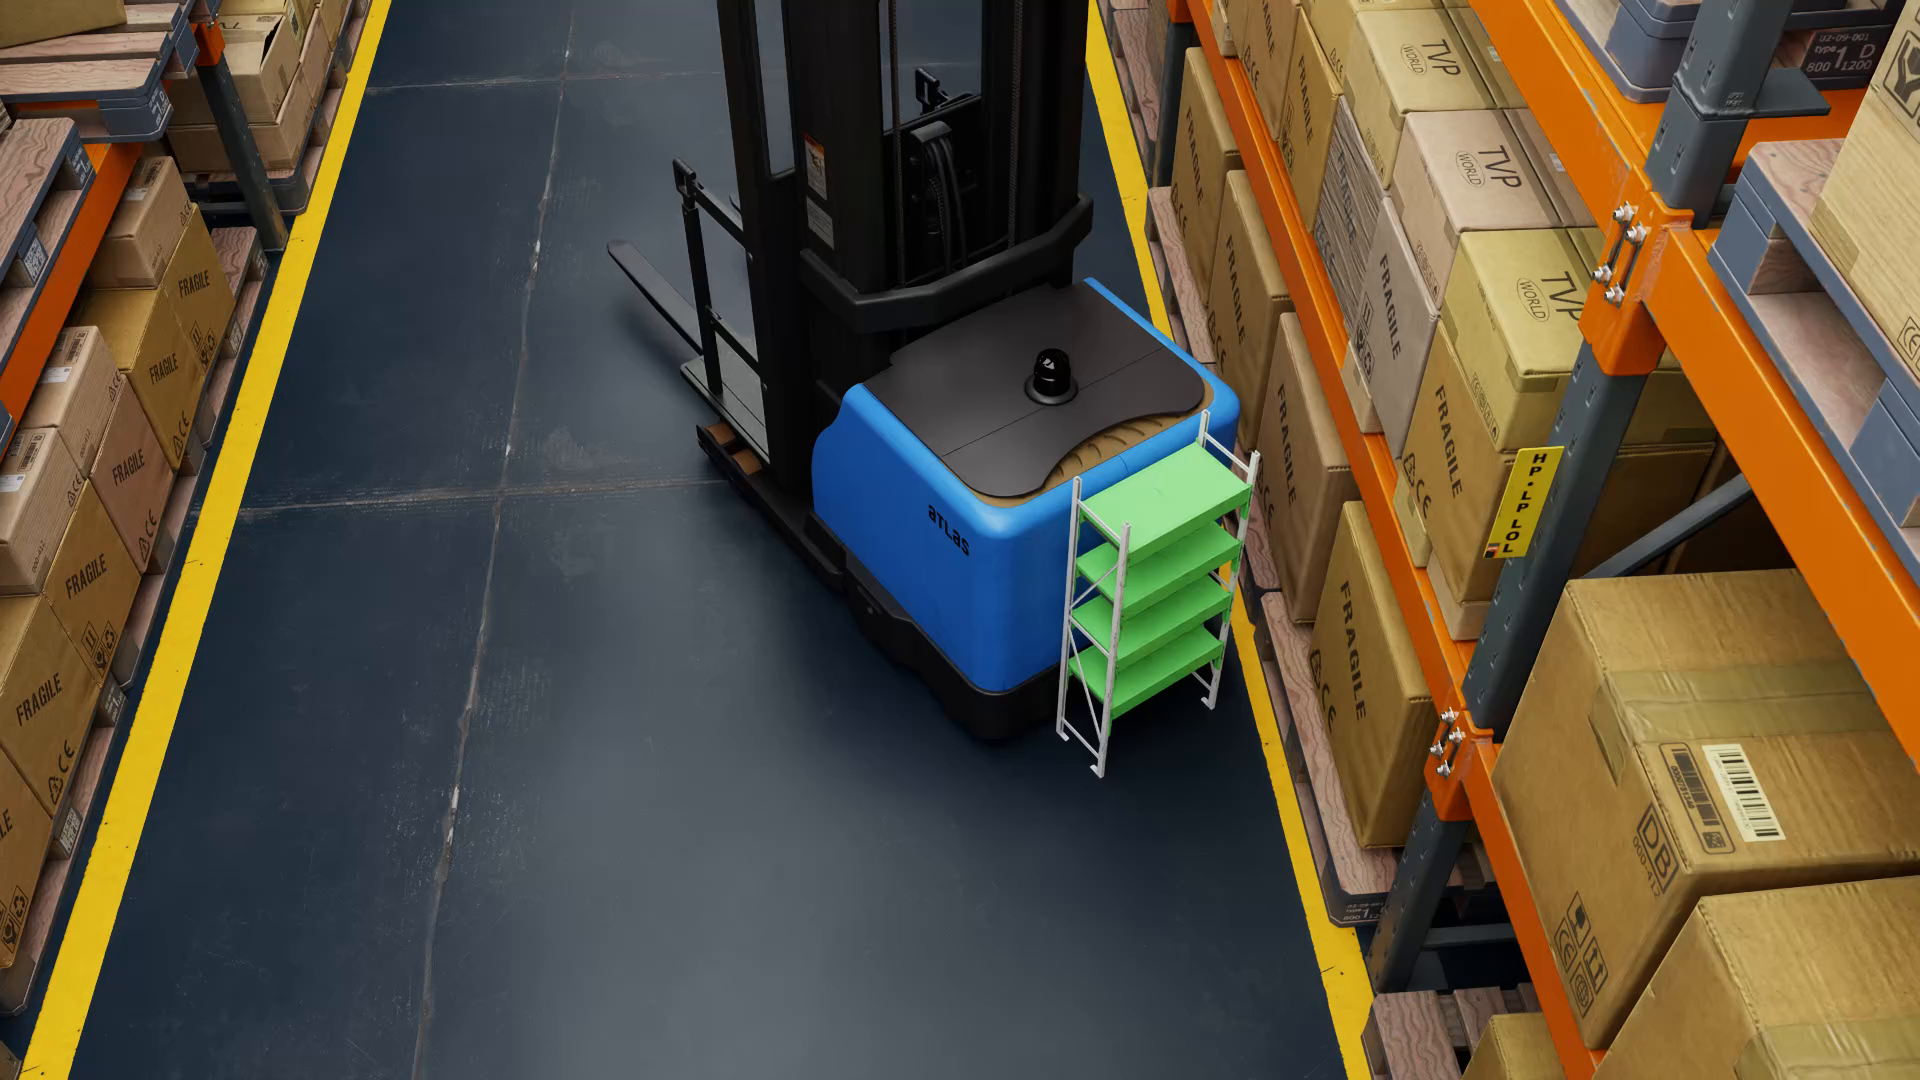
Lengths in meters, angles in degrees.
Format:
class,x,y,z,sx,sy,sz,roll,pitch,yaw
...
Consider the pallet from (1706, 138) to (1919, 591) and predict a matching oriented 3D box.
class,x,y,z,sx,sy,sz,roll,pitch,yaw
pallet,1.789,-0.153,2.324,1.003,0.211,1.213,-3,47,-3

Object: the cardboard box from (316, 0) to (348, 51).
class,x,y,z,sx,sy,sz,roll,pitch,yaw
cardboard box,-3.383,-2.670,8.317,0.500,0.250,0.500,-5,47,-4

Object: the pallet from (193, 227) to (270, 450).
class,x,y,z,sx,sy,sz,roll,pitch,yaw
pallet,-3.515,-0.834,6.894,1.003,0.211,1.213,-3,47,-3

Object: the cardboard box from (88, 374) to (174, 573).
class,x,y,z,sx,sy,sz,roll,pitch,yaw
cardboard box,-3.134,-0.211,5.802,0.500,0.500,0.500,-5,47,-5

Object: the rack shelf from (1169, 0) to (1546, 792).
class,x,y,z,sx,sy,sz,roll,pitch,yaw
rack shelf,1.564,-0.944,5.574,1.077,0.370,4.000,-3,47,-3

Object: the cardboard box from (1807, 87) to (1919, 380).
class,x,y,z,sx,sy,sz,roll,pitch,yaw
cardboard box,1.526,-0.387,2.230,0.500,0.250,0.500,-4,47,-3

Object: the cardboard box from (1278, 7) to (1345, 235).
class,x,y,z,sx,sy,sz,roll,pitch,yaw
cardboard box,1.308,-1.300,5.128,0.500,0.500,0.500,-2,47,-2

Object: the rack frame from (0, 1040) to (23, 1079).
class,x,y,z,sx,sy,sz,roll,pitch,yaw
rack frame,-3.205,0.559,3.655,1.000,3.000,0.127,-3,47,-3

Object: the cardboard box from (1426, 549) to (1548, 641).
class,x,y,z,sx,sy,sz,roll,pitch,yaw
cardboard box,1.421,0.107,4.242,0.380,0.149,0.250,-3,47,-3

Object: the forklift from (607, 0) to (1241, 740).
class,x,y,z,sx,sy,sz,roll,pitch,yaw
forklift,-0.367,-1.379,5.537,1.130,2.935,3.031,-28,52,-24

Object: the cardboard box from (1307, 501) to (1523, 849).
class,x,y,z,sx,sy,sz,roll,pitch,yaw
cardboard box,1.547,0.388,5.008,0.750,0.750,0.750,-3,47,-3

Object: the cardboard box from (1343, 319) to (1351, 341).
class,x,y,z,sx,sy,sz,roll,pitch,yaw
cardboard box,1.364,-0.632,4.942,0.380,0.149,0.250,-3,47,-3

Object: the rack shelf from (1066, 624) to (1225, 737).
class,x,y,z,sx,sy,sz,roll,pitch,yaw
rack shelf,0.599,0.408,5.455,0.480,0.148,0.258,-28,52,-24

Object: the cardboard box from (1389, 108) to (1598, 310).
class,x,y,z,sx,sy,sz,roll,pitch,yaw
cardboard box,1.404,-0.839,4.175,0.500,0.250,0.500,-3,47,-2

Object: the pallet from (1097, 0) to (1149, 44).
class,x,y,z,sx,sy,sz,roll,pitch,yaw
pallet,1.233,-3.126,9.065,1.003,0.211,1.213,-3,47,-3

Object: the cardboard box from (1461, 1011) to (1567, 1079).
class,x,y,z,sx,sy,sz,roll,pitch,yaw
cardboard box,1.692,1.518,4.179,0.700,0.500,0.500,-3,47,-3

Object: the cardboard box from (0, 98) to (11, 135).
class,x,y,z,sx,sy,sz,roll,pitch,yaw
cardboard box,-3.488,-1.392,5.144,0.700,0.500,0.500,4,47,4

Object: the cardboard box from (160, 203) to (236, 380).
class,x,y,z,sx,sy,sz,roll,pitch,yaw
cardboard box,-3.227,-0.964,6.516,0.500,0.500,0.500,-2,47,-2

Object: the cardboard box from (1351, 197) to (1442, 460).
class,x,y,z,sx,sy,sz,roll,pitch,yaw
cardboard box,1.389,-0.575,4.442,0.500,0.500,0.500,-3,47,-3

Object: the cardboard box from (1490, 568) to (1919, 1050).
class,x,y,z,sx,sy,sz,roll,pitch,yaw
cardboard box,1.760,0.546,3.461,0.980,0.700,0.700,-3,47,-3

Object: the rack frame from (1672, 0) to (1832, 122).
class,x,y,z,sx,sy,sz,roll,pitch,yaw
rack frame,1.731,-1.808,1.764,1.000,3.000,0.127,-3,47,-3

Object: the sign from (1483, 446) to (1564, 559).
class,x,y,z,sx,sy,sz,roll,pitch,yaw
sign,1.191,-0.076,3.513,0.100,0.325,0.005,-3,47,-3

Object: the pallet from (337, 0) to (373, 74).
class,x,y,z,sx,sy,sz,roll,pitch,yaw
pallet,-3.669,-2.855,8.808,1.003,0.211,1.213,-3,47,-3

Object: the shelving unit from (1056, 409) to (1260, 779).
class,x,y,z,sx,sy,sz,roll,pitch,yaw
shelving unit,0.599,0.199,5.235,0.503,1.200,0.258,-28,52,-24

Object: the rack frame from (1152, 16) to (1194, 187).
class,x,y,z,sx,sy,sz,roll,pitch,yaw
rack frame,1.396,-2.639,6.683,1.000,3.000,0.127,-3,47,-3

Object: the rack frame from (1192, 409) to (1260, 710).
class,x,y,z,sx,sy,sz,roll,pitch,yaw
rack frame,0.797,0.096,5.333,0.015,1.200,0.240,-28,52,-24

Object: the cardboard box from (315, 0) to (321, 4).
class,x,y,z,sx,sy,sz,roll,pitch,yaw
cardboard box,-3.384,-2.872,8.123,0.500,0.311,0.500,-5,47,-4

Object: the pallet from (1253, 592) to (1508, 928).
class,x,y,z,sx,sy,sz,roll,pitch,yaw
pallet,1.592,0.660,5.479,1.003,0.211,1.213,-3,47,-3

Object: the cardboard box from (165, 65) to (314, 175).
class,x,y,z,sx,sy,sz,roll,pitch,yaw
cardboard box,-3.291,-1.931,7.617,0.500,0.250,0.500,-4,47,-3

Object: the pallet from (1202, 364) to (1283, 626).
class,x,y,z,sx,sy,sz,roll,pitch,yaw
pallet,1.486,-0.224,6.317,1.003,0.211,1.213,-3,47,-3

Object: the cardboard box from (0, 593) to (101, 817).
class,x,y,z,sx,sy,sz,roll,pitch,yaw
cardboard box,-3.058,0.517,5.113,0.500,0.500,0.500,-3,47,-3

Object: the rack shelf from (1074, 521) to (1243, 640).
class,x,y,z,sx,sy,sz,roll,pitch,yaw
rack shelf,0.599,0.078,5.107,0.480,0.148,0.258,-28,52,-24

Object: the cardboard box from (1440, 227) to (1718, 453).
class,x,y,z,sx,sy,sz,roll,pitch,yaw
cardboard box,1.437,-0.468,3.824,0.500,0.250,0.500,-2,47,-2

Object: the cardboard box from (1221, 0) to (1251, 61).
class,x,y,z,sx,sy,sz,roll,pitch,yaw
cardboard box,1.217,-2.036,5.825,0.500,0.500,0.500,-2,47,-2

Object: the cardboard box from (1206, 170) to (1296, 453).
class,x,y,z,sx,sy,sz,roll,pitch,yaw
cardboard box,1.394,-0.870,6.199,0.750,0.750,0.750,-4,47,-3

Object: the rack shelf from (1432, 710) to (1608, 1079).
class,x,y,z,sx,sy,sz,roll,pitch,yaw
rack shelf,1.899,1.950,2.833,1.077,0.370,4.000,-3,47,-3

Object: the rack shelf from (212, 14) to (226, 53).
class,x,y,z,sx,sy,sz,roll,pitch,yaw
rack shelf,-3.707,-3.535,8.027,1.077,0.370,4.000,-3,47,-3

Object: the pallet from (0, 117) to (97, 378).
class,x,y,z,sx,sy,sz,roll,pitch,yaw
pallet,-3.372,-0.862,5.133,1.003,0.211,1.213,-3,47,-3

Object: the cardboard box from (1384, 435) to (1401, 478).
class,x,y,z,sx,sy,sz,roll,pitch,yaw
cardboard box,1.399,-0.264,4.593,0.380,0.149,0.250,-2,47,-2

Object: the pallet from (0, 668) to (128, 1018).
class,x,y,z,sx,sy,sz,roll,pitch,yaw
pallet,-3.311,0.932,5.222,1.003,0.211,1.213,-3,47,-3

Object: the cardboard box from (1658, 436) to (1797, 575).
class,x,y,z,sx,sy,sz,roll,pitch,yaw
cardboard box,1.944,-0.236,4.120,0.500,0.500,0.500,-5,47,-5

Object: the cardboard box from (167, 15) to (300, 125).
class,x,y,z,sx,sy,sz,roll,pitch,yaw
cardboard box,-3.291,-2.123,7.413,0.500,0.311,0.500,-2,47,-2

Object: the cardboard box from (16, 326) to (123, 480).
class,x,y,z,sx,sy,sz,roll,pitch,yaw
cardboard box,-3.129,-0.442,5.505,0.500,0.250,0.500,-4,47,-4
